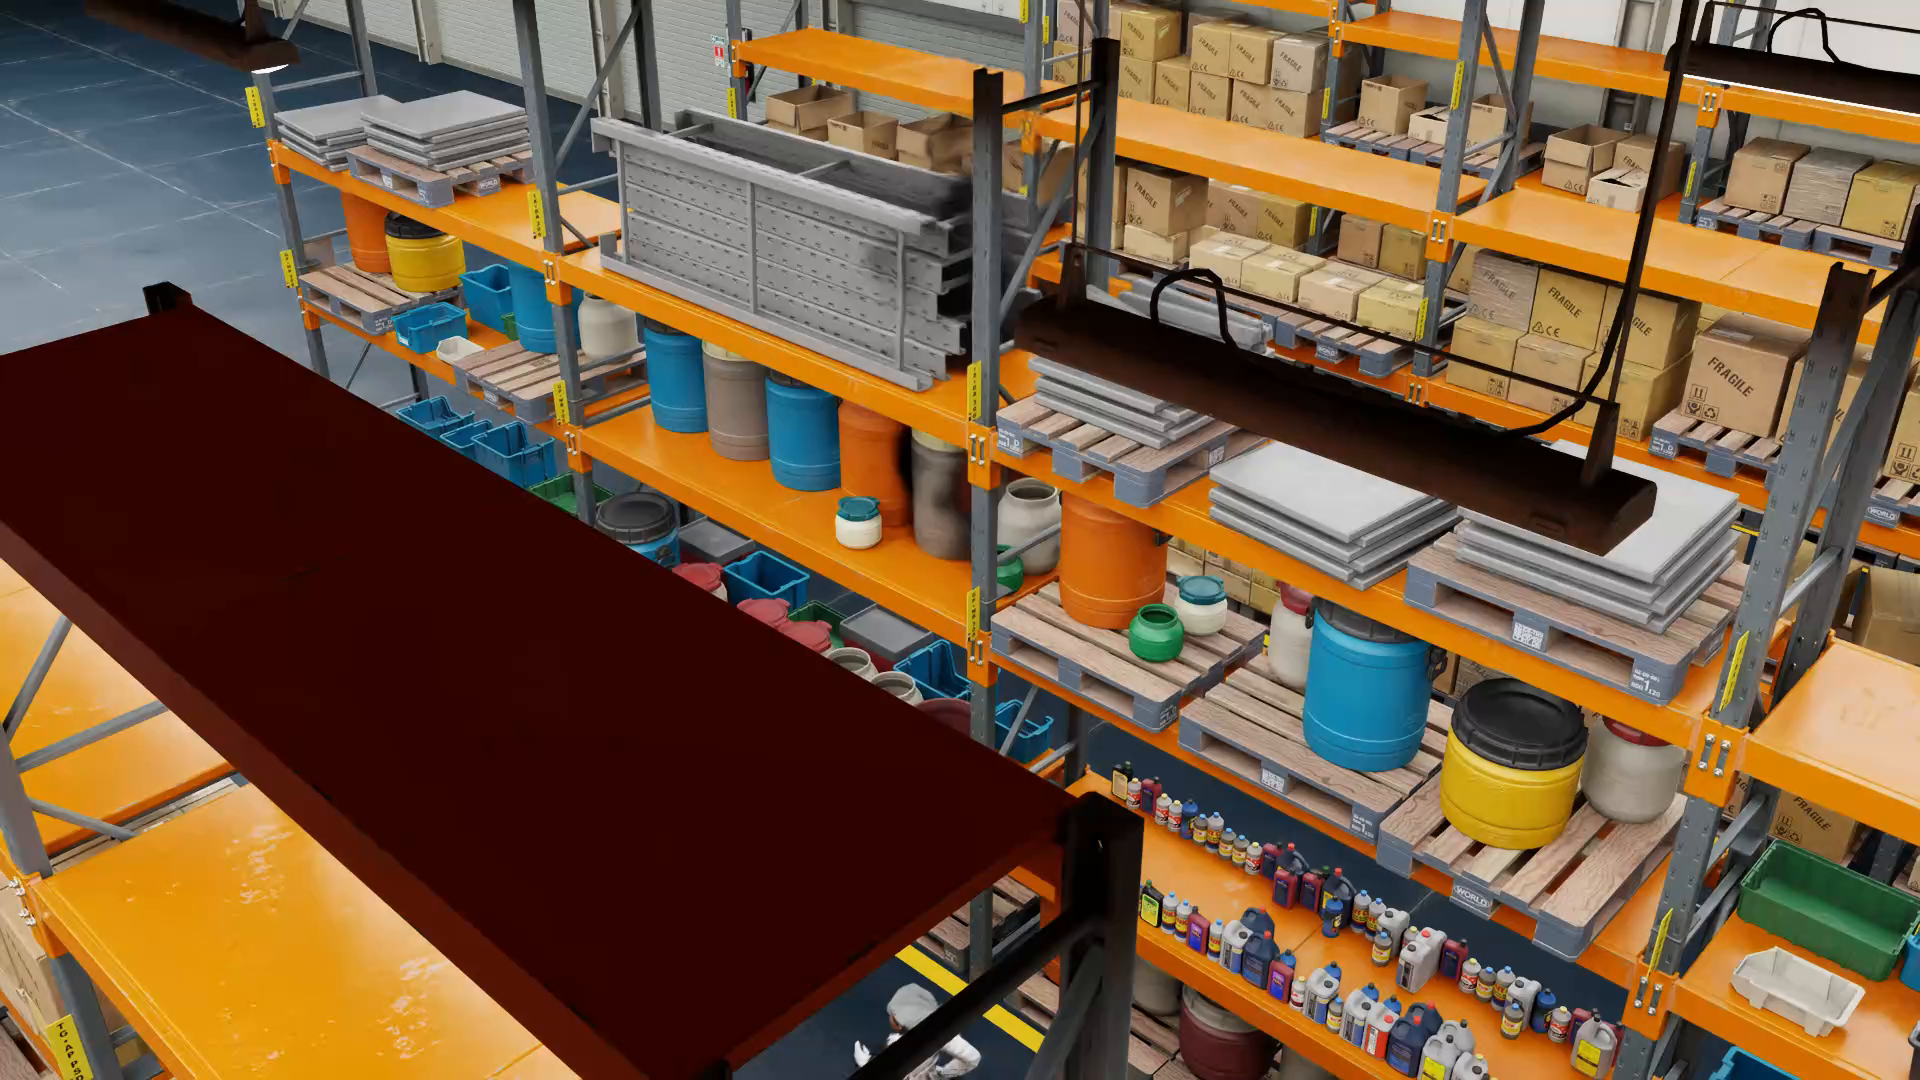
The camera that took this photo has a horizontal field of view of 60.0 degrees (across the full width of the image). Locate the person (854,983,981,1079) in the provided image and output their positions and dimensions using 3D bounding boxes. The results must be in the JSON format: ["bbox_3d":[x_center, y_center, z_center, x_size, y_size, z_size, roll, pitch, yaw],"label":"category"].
[{"bbox_3d":[-0.266,2.985,8.647,0.886,1.721,0.607,21,35,32],"label":"person"}]
